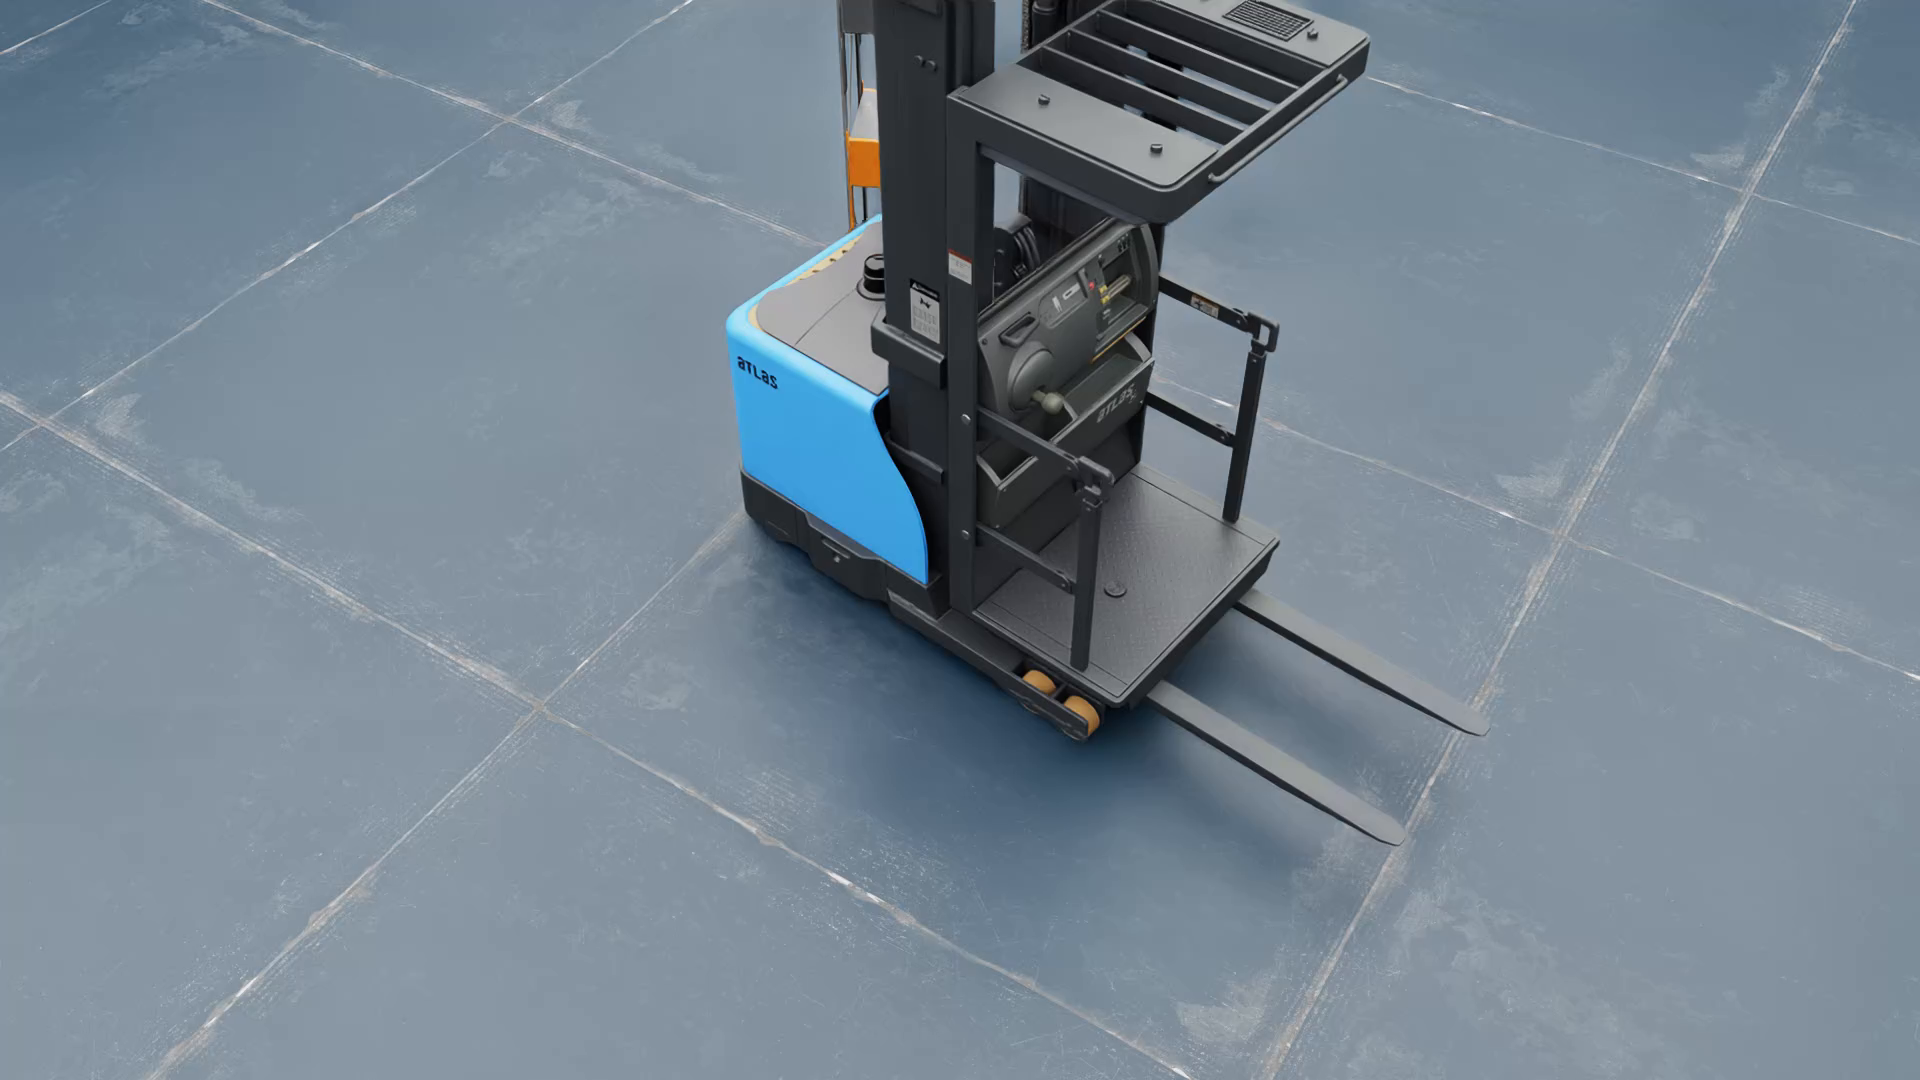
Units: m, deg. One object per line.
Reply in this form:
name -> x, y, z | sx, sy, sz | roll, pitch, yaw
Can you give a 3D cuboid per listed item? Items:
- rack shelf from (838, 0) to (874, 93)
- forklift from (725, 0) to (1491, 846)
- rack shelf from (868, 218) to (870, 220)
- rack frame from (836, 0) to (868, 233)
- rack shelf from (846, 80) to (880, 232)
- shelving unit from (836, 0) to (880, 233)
rack shelf -> -0.204, -2.095, 6.587 | 0.480, 0.518, 0.431 | 5, 46, 4
forklift -> 0.545, -0.705, 5.614 | 3.031, 2.935, 1.130 | 31, 53, 27
rack shelf -> -0.204, -1.120, 7.591 | 0.480, 0.518, 0.431 | 5, 46, 4
rack frame -> -0.447, -1.636, 7.098 | 0.015, 2.100, 0.400 | 5, 46, 4
rack shelf -> -0.204, -1.607, 7.089 | 0.480, 0.518, 0.431 | 5, 46, 4
shelving unit -> -0.204, -1.617, 7.079 | 0.503, 2.100, 0.431 | 5, 46, 4
